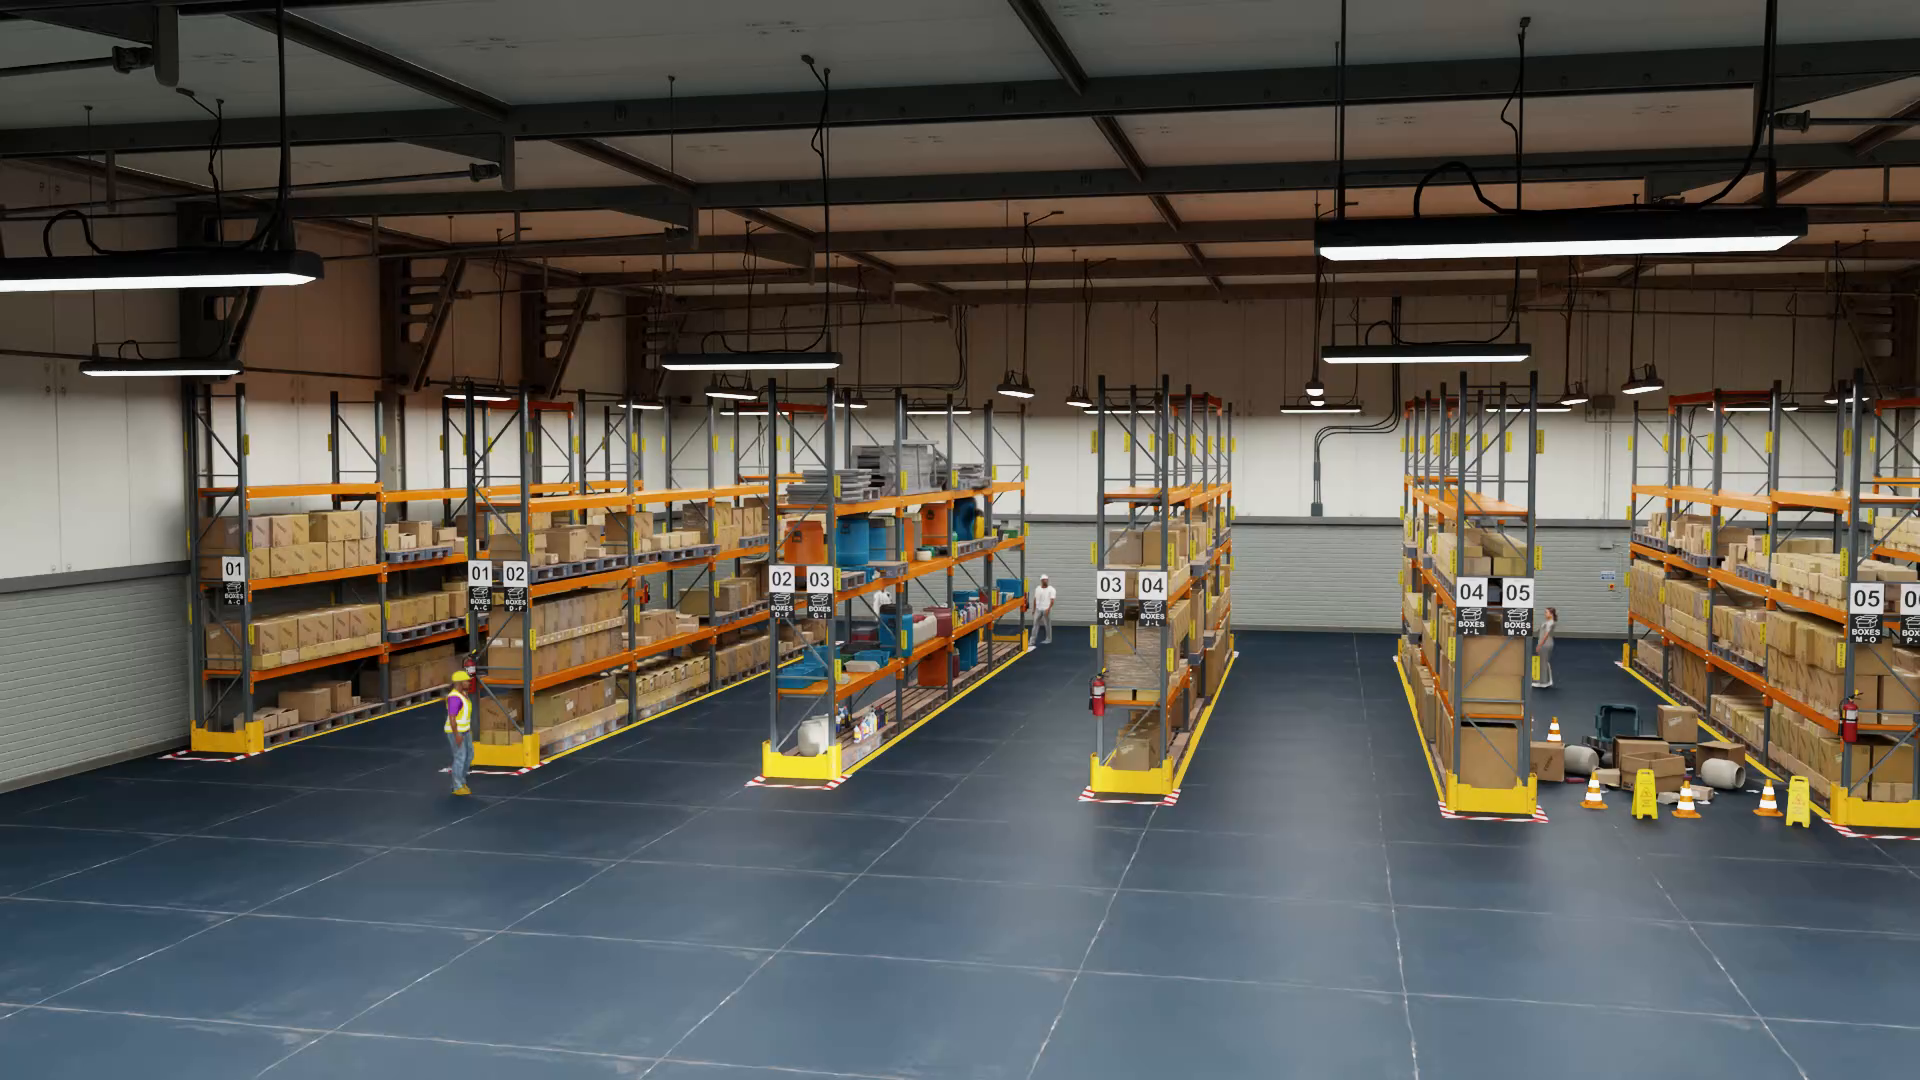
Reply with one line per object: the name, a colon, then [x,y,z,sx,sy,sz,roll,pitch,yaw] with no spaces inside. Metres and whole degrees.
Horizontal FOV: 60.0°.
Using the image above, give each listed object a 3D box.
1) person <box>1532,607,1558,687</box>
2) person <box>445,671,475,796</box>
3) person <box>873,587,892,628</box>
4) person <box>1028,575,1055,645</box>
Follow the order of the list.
person: [12.050,2.224,34.243,0.482,1.705,0.514,3,4,43]
person: [-7.183,2.790,23.897,0.402,1.826,0.648,0,3,2]
person: [-1.861,1.841,40.776,0.411,1.732,0.502,3,4,43]
person: [2.015,1.738,41.601,0.768,1.747,0.630,-3,4,-43]
